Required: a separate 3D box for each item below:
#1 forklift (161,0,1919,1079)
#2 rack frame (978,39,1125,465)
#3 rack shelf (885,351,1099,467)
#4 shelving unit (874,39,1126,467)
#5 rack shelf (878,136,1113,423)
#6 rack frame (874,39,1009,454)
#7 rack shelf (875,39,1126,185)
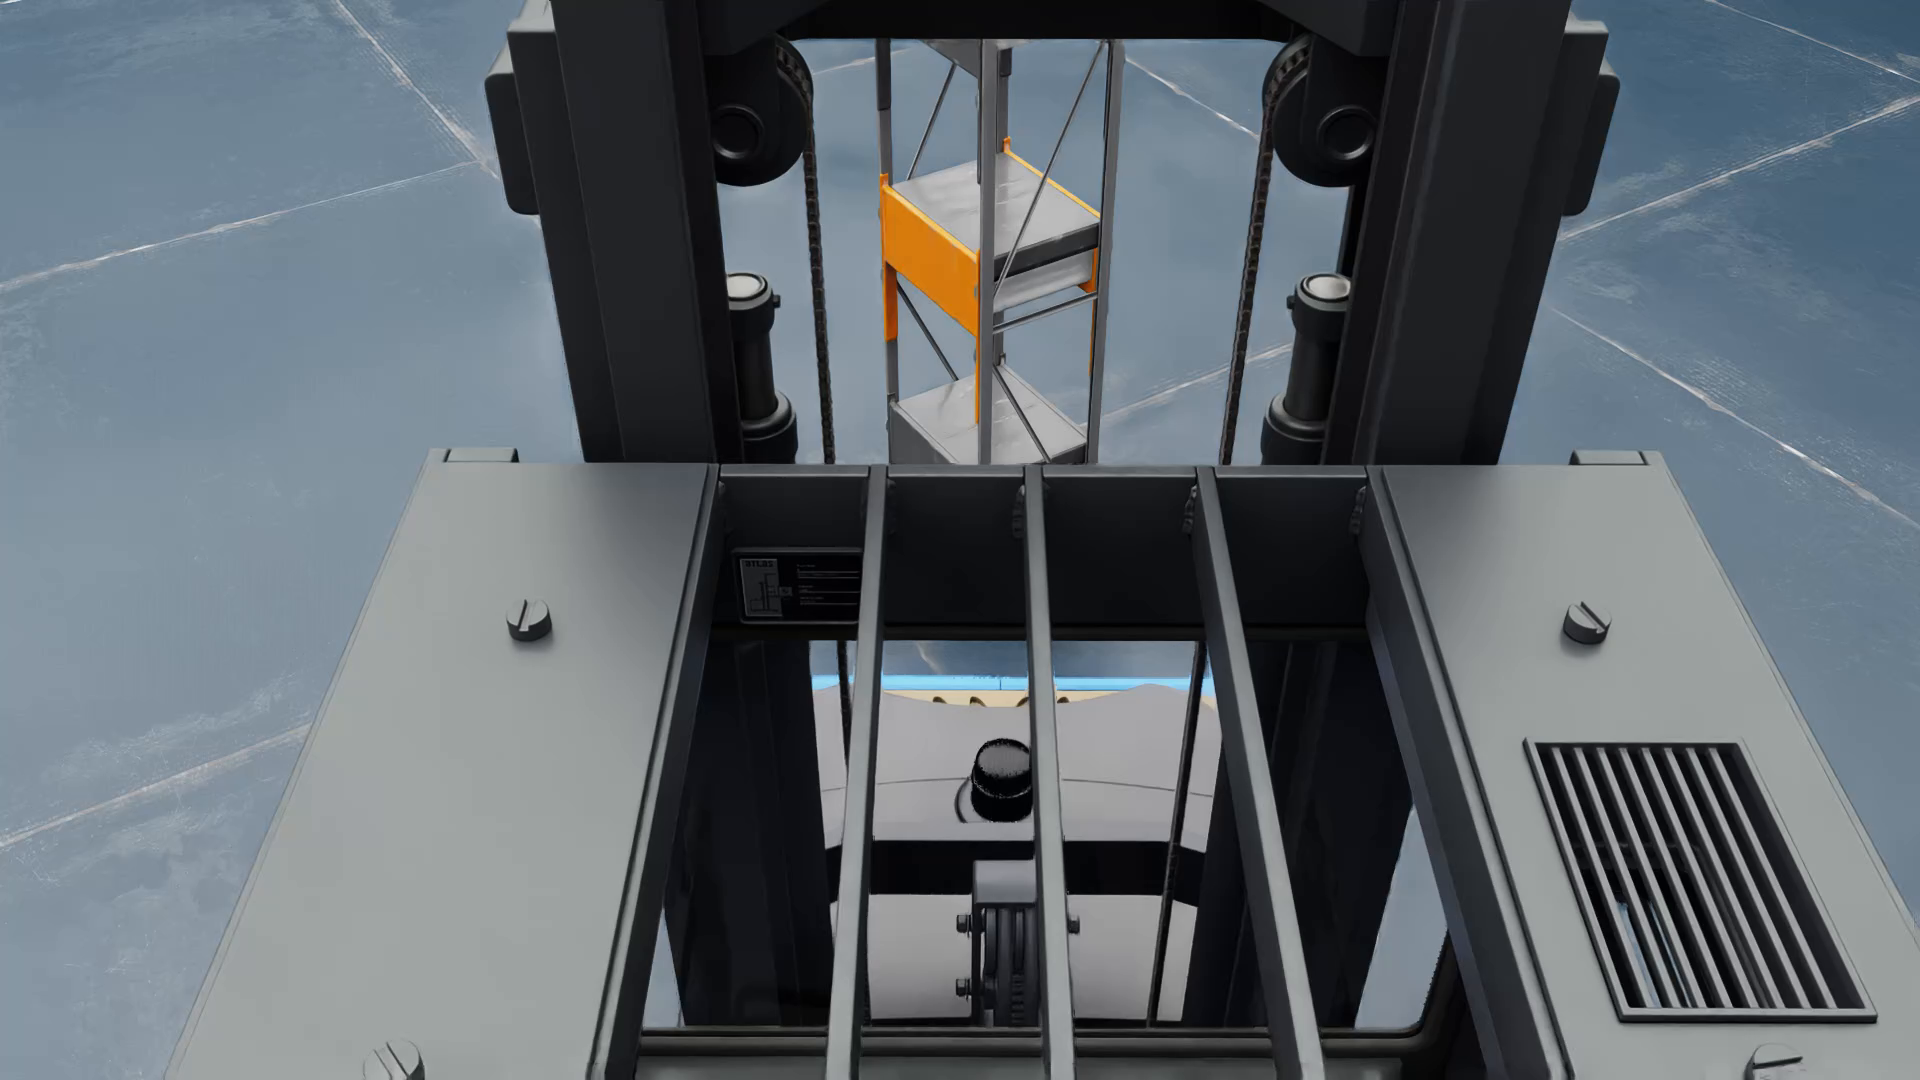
[{"bbox_3d":[0.073,0.904,1.875,1.130,2.935,3.031,0,40,0],"label":"forklift"},{"bbox_3d":[0.220,-0.586,4.313,0.400,2.100,0.015,-22,45,-24],"label":"rack frame"},{"bbox_3d":[0.089,-0.169,4.927,0.431,0.518,0.480,-22,45,-24],"label":"rack shelf"},{"bbox_3d":[0.089,-0.717,4.471,0.431,2.100,0.503,-22,45,-24],"label":"shelving unit"},{"bbox_3d":[0.089,-0.707,4.479,0.431,0.518,0.480,-22,45,-24],"label":"rack shelf"},{"bbox_3d":[-0.042,-0.849,4.629,0.400,2.100,0.015,-22,45,-24],"label":"rack frame"},{"bbox_3d":[0.089,-1.245,4.031,0.431,0.518,0.480,-22,45,-24],"label":"rack shelf"}]
